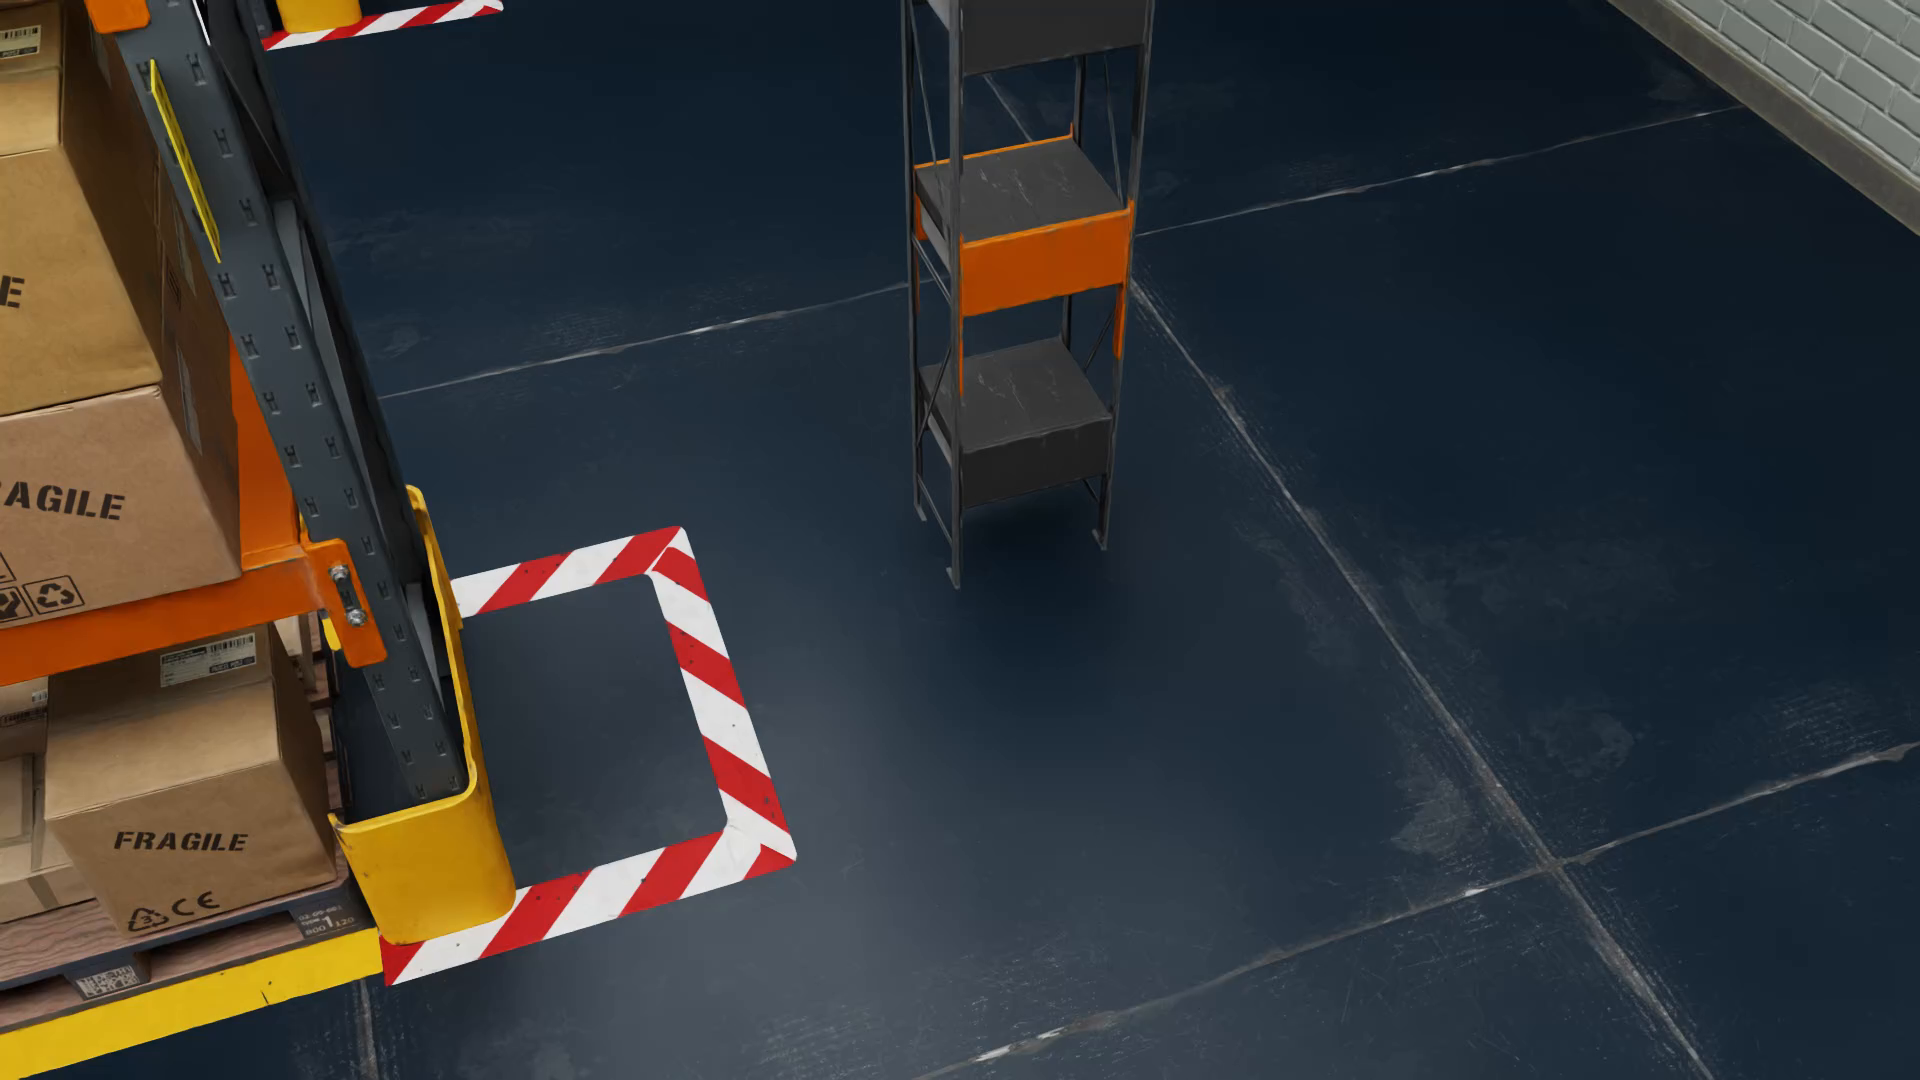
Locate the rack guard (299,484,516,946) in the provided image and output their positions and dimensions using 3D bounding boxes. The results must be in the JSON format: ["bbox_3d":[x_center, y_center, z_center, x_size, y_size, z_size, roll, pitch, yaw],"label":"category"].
[{"bbox_3d":[-1.496,0.437,4.461,0.348,0.500,1.175,-14,47,-14],"label":"rack guard"}]

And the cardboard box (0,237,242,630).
[{"bbox_3d":[-1.753,-0.210,3.271,0.500,0.500,0.500,-13,47,-13],"label":"cardboard box"}]

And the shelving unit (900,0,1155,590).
[{"bbox_3d":[0.156,-0.781,4.546,0.503,2.100,0.431,-14,47,-14],"label":"shelving unit"}]

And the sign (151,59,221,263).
[{"bbox_3d":[-1.255,-0.609,2.699,0.005,0.325,0.100,-14,47,-14],"label":"sign"}]

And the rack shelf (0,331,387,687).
[{"bbox_3d":[-3.305,0.271,3.370,4.000,0.370,1.077,-14,47,-14],"label":"rack shelf"}]

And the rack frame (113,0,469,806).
[{"bbox_3d":[-1.424,-0.464,3.594,0.127,3.000,1.000,-14,47,-14],"label":"rack frame"}]

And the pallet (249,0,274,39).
[{"bbox_3d":[-3.835,-2.534,7.627,1.213,0.211,1.003,-14,47,-14],"label":"pallet"}]

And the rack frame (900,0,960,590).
[{"bbox_3d":[-0.074,-0.722,4.487,0.015,2.100,0.400,-14,47,-14],"label":"rack frame"}]

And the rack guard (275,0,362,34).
[{"bbox_3d":[-3.087,-2.886,7.774,0.348,0.500,1.175,-14,47,-14],"label":"rack guard"}]

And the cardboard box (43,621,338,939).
[{"bbox_3d":[-1.852,0.558,4.030,0.500,0.500,0.500,-14,47,-14],"label":"cardboard box"}]

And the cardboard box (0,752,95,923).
[{"bbox_3d":[-2.263,0.714,4.111,0.250,0.166,0.380,-14,47,-14],"label":"cardboard box"}]

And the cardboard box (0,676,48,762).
[{"bbox_3d":[-2.502,0.414,4.351,0.500,0.250,0.500,-14,47,-14],"label":"cardboard box"}]

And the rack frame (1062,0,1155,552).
[{"bbox_3d":[0.385,-0.840,4.604,0.015,2.100,0.400,-14,47,-14],"label":"rack frame"}]

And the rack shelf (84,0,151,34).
[{"bbox_3d":[-3.305,-0.788,2.307,4.000,0.370,1.077,-14,47,-14],"label":"rack shelf"}]

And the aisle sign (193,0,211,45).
[{"bbox_3d":[-1.256,-1.194,2.487,0.004,0.787,0.394,-14,47,-14],"label":"aisle sign"}]

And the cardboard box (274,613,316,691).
[{"bbox_3d":[-1.935,0.259,4.576,0.250,0.149,0.380,-14,47,-14],"label":"cardboard box"}]

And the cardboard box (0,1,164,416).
[{"bbox_3d":[-1.749,-0.562,2.916,0.500,0.500,0.500,-15,47,-14],"label":"cardboard box"}]

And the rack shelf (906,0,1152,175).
[{"bbox_3d":[0.156,-1.266,4.060,0.480,0.518,0.431,-14,47,-14],"label":"rack shelf"}]

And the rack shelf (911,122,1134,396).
[{"bbox_3d":[0.156,-0.771,4.556,0.480,0.518,0.431,-14,47,-14],"label":"rack shelf"}]

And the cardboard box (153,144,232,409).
[{"bbox_3d":[-1.931,-0.568,3.628,0.500,0.500,0.500,-13,47,-13],"label":"cardboard box"}]

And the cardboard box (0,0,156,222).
[{"bbox_3d":[-1.931,-0.921,3.273,0.500,0.500,0.500,-13,47,-13],"label":"cardboard box"}]

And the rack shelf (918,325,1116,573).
[{"bbox_3d":[0.156,-0.277,5.051,0.480,0.518,0.431,-14,47,-14],"label":"rack shelf"}]

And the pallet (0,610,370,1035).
[{"bbox_3d":[-2.245,0.731,4.372,1.213,0.211,1.003,-14,47,-14],"label":"pallet"}]
